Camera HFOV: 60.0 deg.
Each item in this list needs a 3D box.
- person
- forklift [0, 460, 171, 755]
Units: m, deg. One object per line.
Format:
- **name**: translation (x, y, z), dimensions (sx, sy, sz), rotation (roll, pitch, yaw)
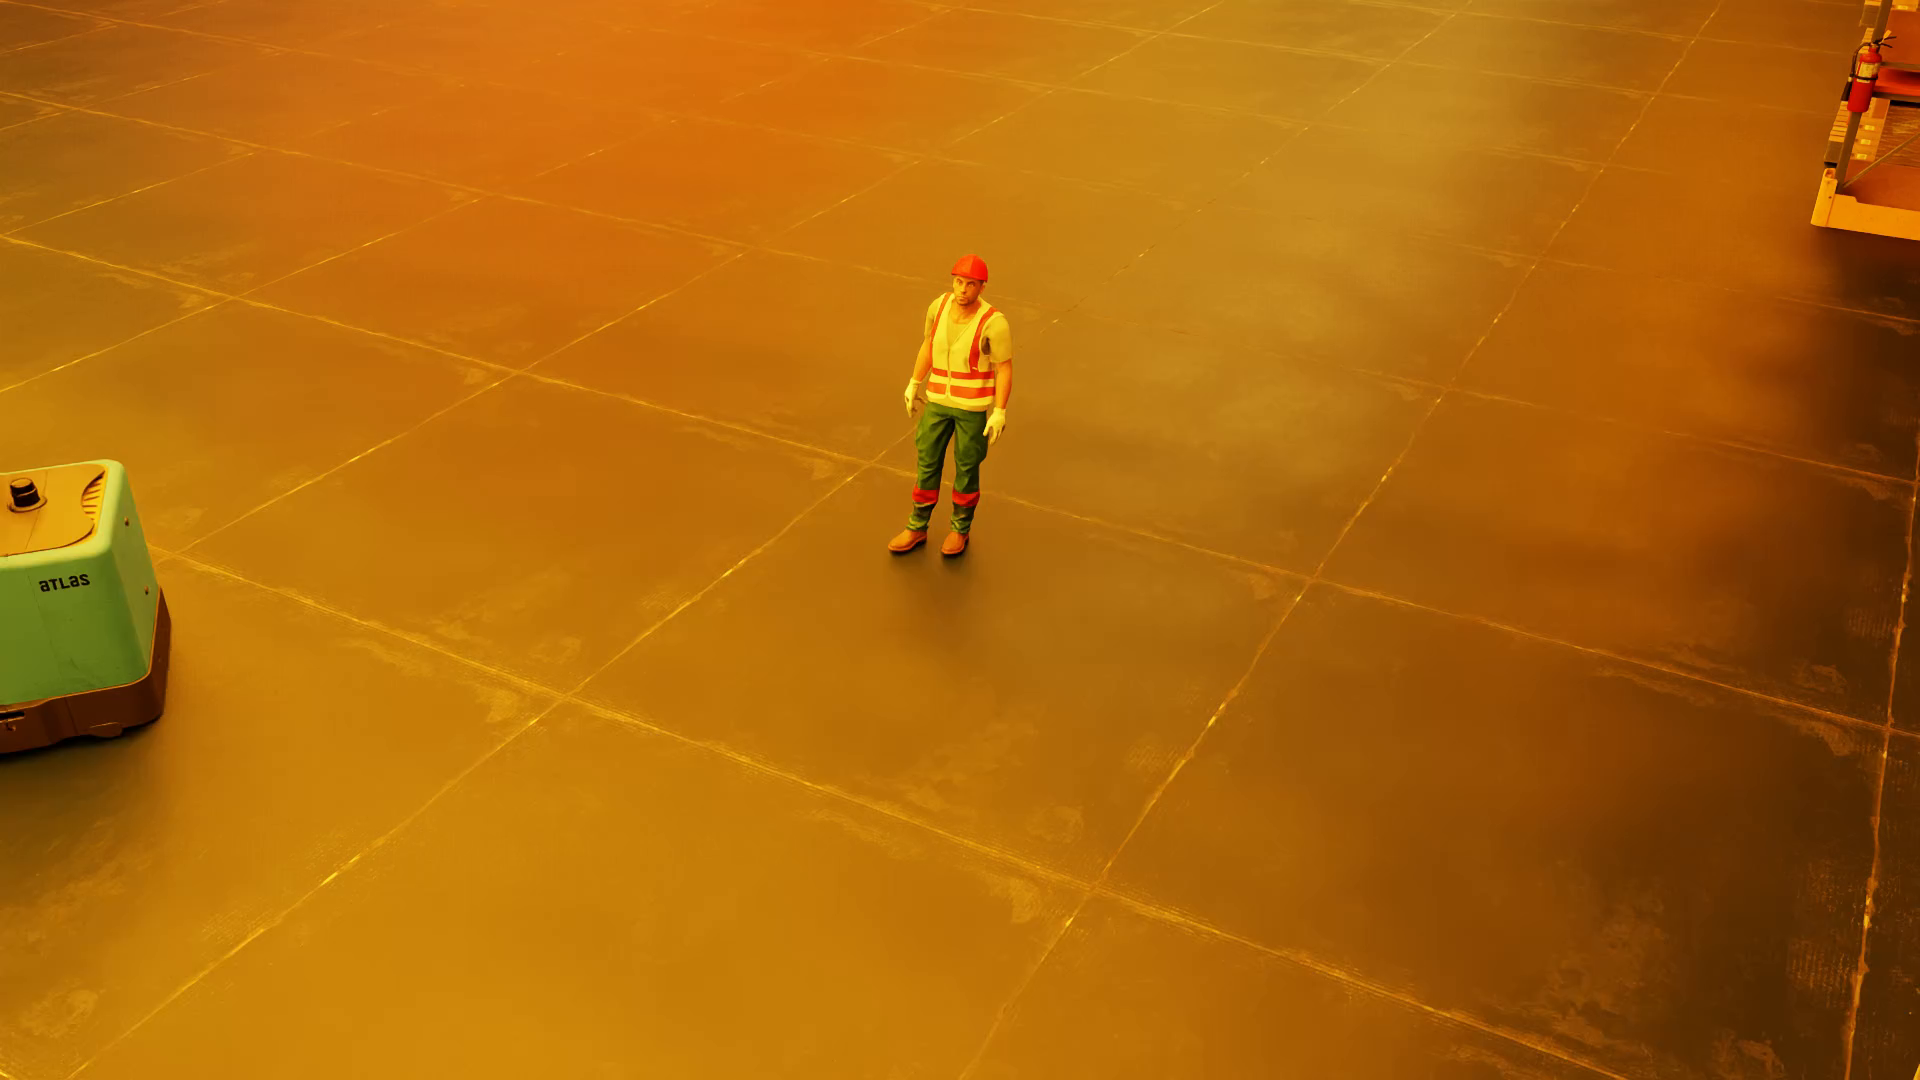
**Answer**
- **person**: translation (-0.050, -0.749, 9.497), dimensions (0.637, 1.787, 0.564), rotation (15, 33, 25)
- **forklift**: translation (-5.589, -0.300, 7.590), dimensions (3.031, 2.935, 1.130), rotation (-10, 31, -17)
